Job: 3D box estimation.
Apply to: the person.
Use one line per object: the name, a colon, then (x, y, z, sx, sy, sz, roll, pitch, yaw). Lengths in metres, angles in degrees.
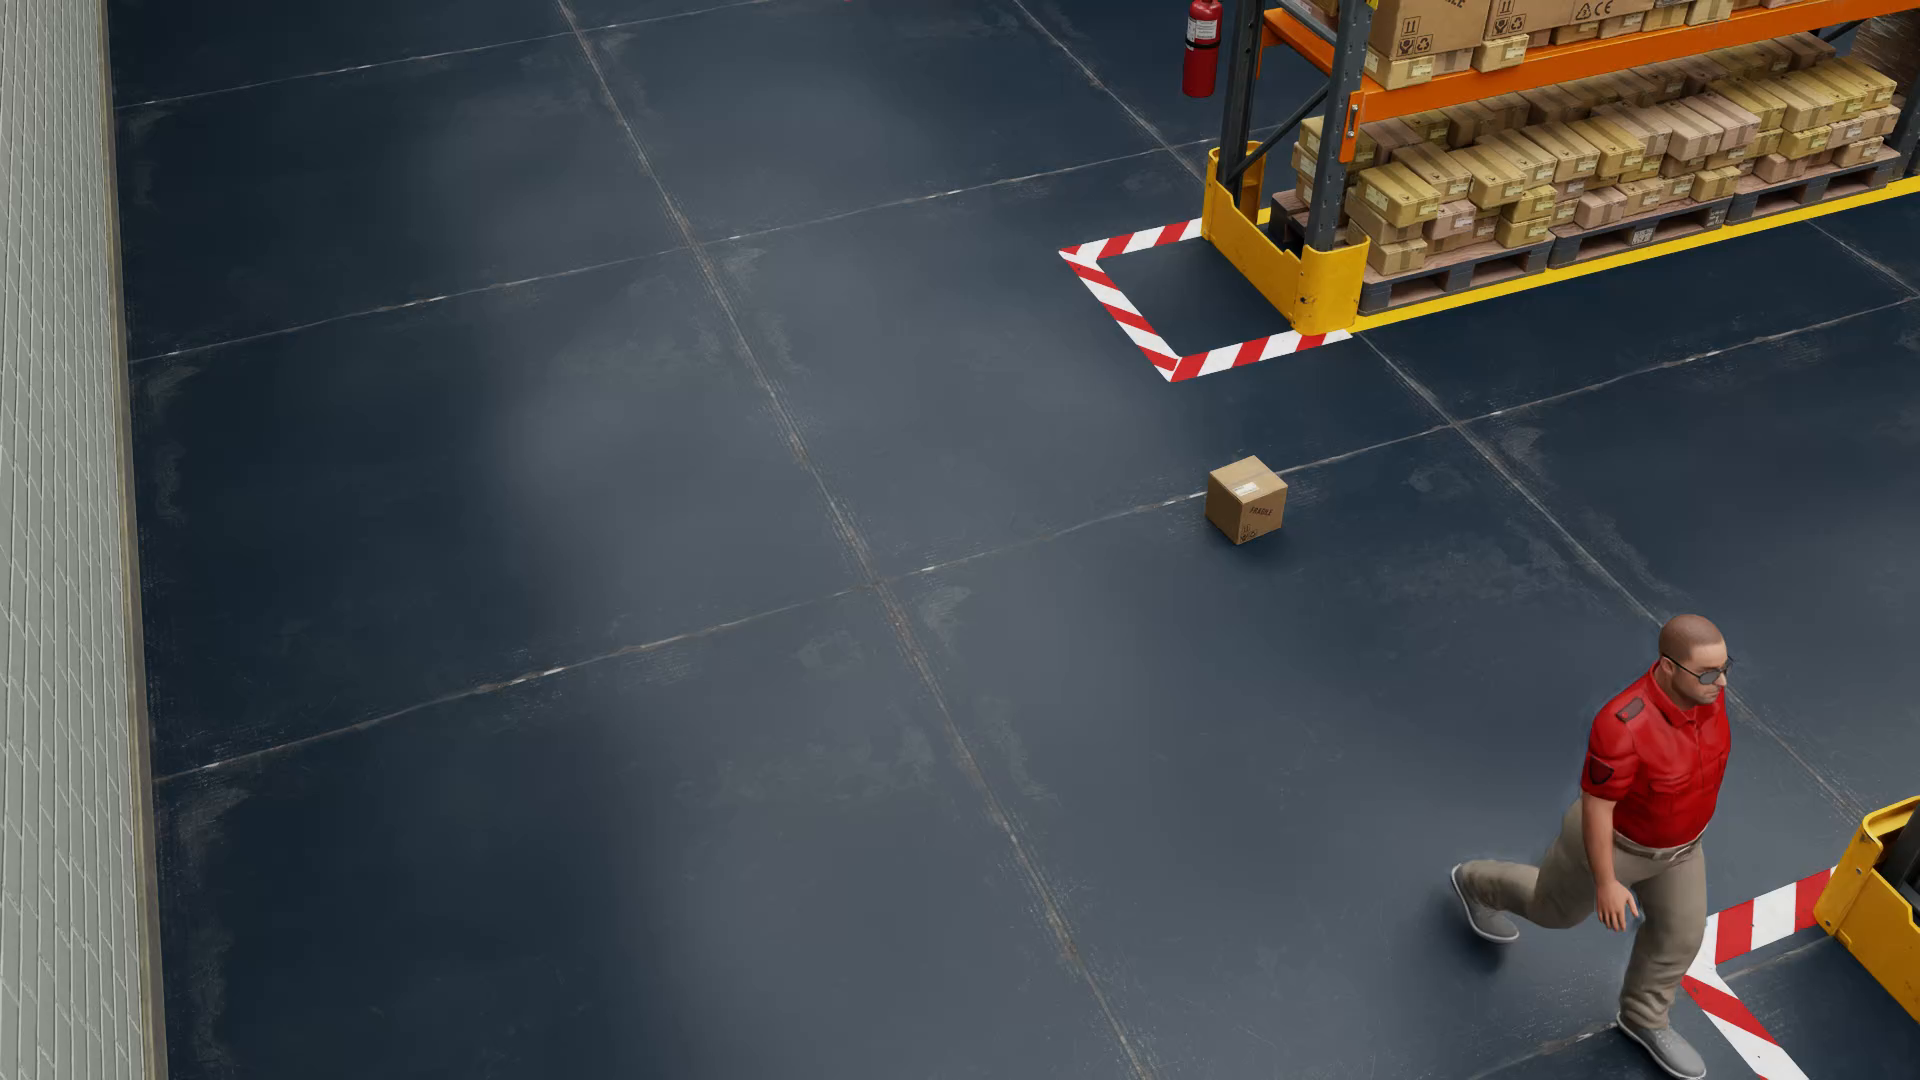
person: (2.071, 0.902, 5.149, 0.535, 1.678, 0.989, -19, 45, -21)
